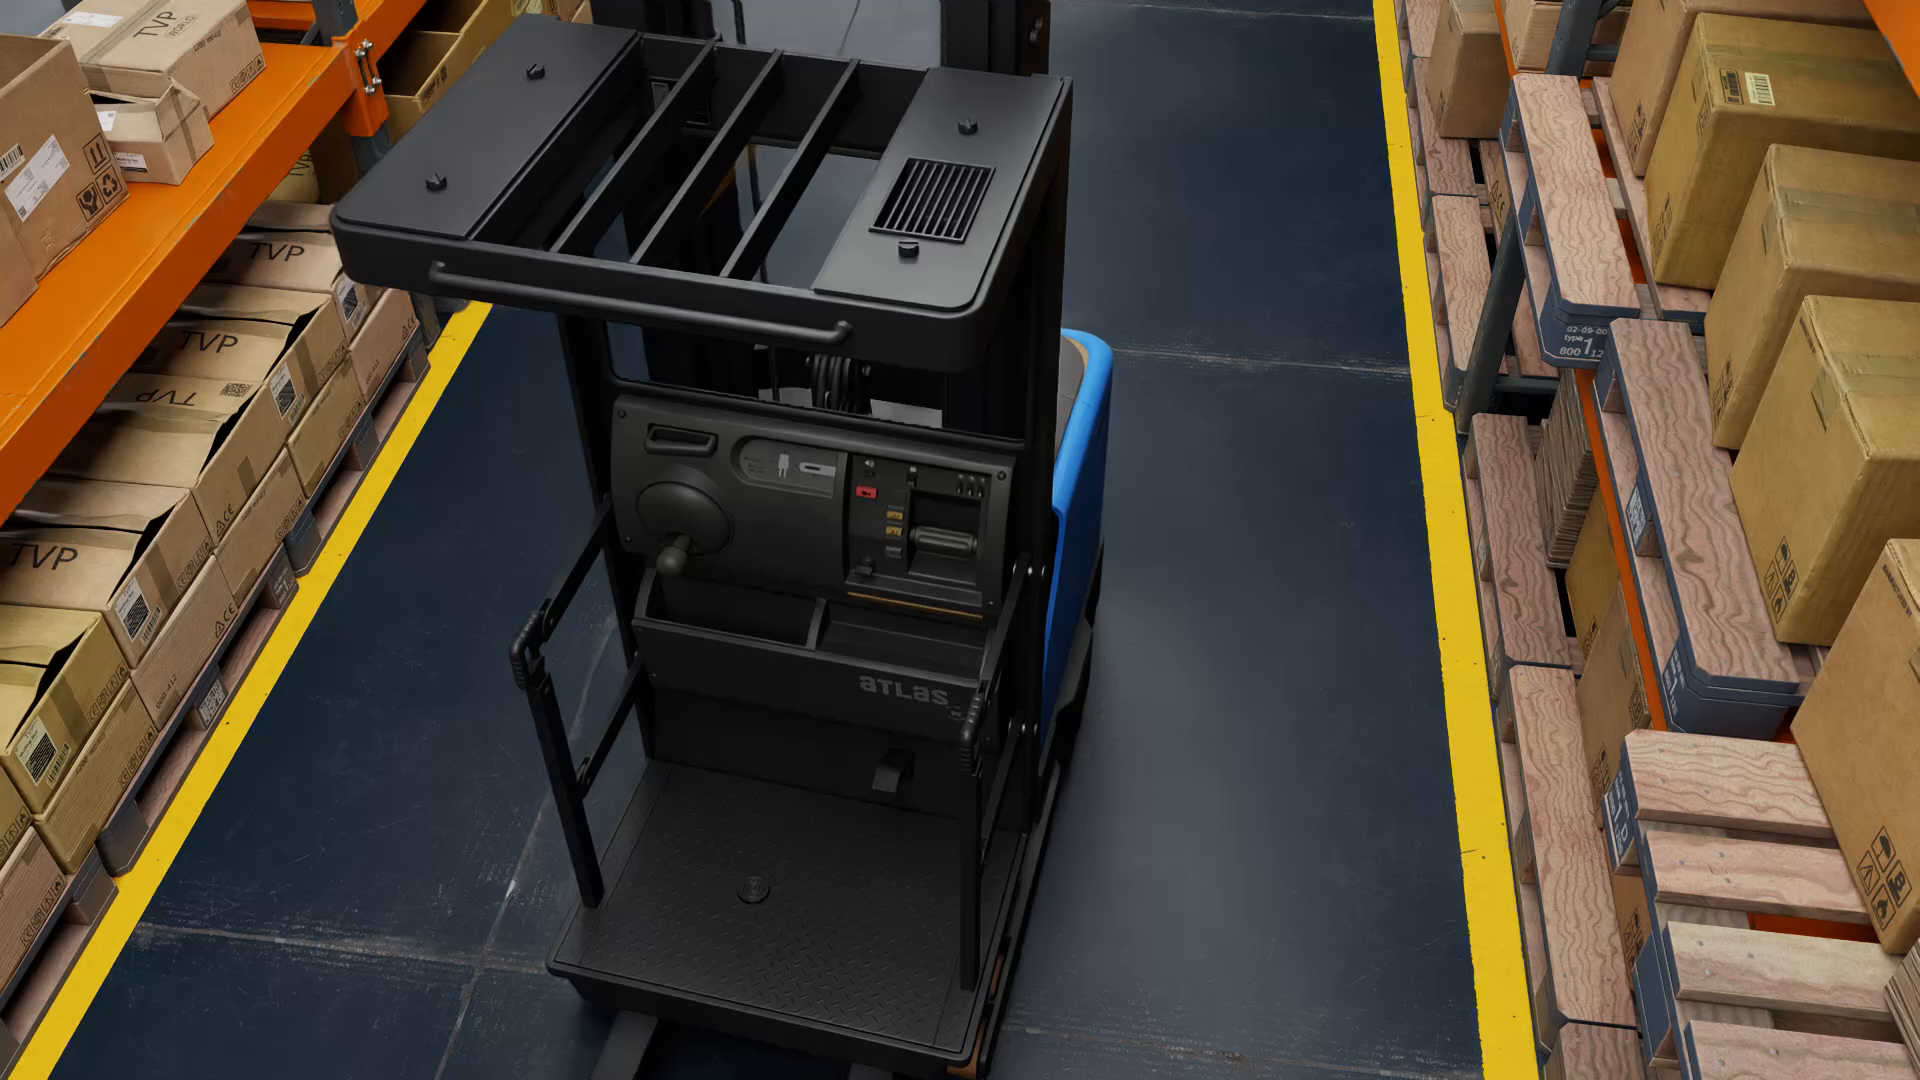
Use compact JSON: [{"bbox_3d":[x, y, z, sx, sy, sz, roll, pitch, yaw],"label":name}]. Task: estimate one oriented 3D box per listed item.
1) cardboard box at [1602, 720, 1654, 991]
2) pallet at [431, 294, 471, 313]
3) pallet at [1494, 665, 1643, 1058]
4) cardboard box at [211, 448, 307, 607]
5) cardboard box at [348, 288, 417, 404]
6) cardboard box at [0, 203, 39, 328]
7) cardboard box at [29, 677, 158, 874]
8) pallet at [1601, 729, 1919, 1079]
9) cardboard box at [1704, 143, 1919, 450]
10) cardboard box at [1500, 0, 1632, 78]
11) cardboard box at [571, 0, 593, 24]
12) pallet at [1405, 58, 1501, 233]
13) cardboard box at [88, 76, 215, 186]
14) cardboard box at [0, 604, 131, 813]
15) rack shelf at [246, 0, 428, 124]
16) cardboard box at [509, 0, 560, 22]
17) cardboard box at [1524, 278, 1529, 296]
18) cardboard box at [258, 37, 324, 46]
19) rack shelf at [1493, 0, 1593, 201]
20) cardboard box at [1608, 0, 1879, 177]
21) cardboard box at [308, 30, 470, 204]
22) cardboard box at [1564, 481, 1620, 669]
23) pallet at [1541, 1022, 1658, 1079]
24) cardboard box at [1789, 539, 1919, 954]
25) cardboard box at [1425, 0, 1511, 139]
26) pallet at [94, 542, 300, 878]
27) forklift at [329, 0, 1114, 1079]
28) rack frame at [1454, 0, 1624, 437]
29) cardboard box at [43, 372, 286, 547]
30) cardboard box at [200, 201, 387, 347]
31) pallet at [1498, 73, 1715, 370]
[{"bbox_3d":[2.079,0.826,4.194,0.700,0.500,0.500,5,44,5],"label":"cardboard box"},{"bbox_3d":[-2.421,-1.444,7.121,1.003,0.211,1.213,5,44,6],"label":"pallet"},{"bbox_3d":[2.083,0.907,4.639,1.003,0.211,1.213,5,44,6],"label":"pallet"},{"bbox_3d":[-2.471,-0.070,5.337,0.500,0.250,0.500,6,44,6],"label":"cardboard box"},{"bbox_3d":[-2.335,-0.763,6.069,0.500,0.250,0.500,5,44,5],"label":"cardboard box"},{"bbox_3d":[-2.821,-0.732,4.269,0.500,0.500,0.500,5,44,6],"label":"cardboard box"},{"bbox_3d":[-2.608,0.626,4.602,0.500,0.250,0.500,4,44,4],"label":"cardboard box"},{"bbox_3d":[1.803,0.830,2.832,1.213,0.211,1.003,5,44,6],"label":"pallet"},{"bbox_3d":[2.105,-0.491,3.694,0.700,0.500,0.500,11,45,11],"label":"cardboard box"},{"bbox_3d":[2.105,-1.774,5.536,0.500,0.250,0.500,5,44,6],"label":"cardboard box"},{"bbox_3d":[-2.003,-2.383,7.779,0.500,0.250,0.500,5,44,6],"label":"cardboard box"},{"bbox_3d":[2.556,-1.753,7.448,1.003,0.211,1.213,5,44,6],"label":"pallet"},{"bbox_3d":[-2.502,-1.254,4.990,0.396,0.266,0.258,4,44,4],"label":"cardboard box"},{"bbox_3d":[-2.605,0.414,4.418,0.500,0.311,0.500,4,44,4],"label":"cardboard box"},{"bbox_3d":[-2.303,-3.020,7.281,1.077,0.370,4.000,5,44,6],"label":"rack shelf"},{"bbox_3d":[-2.064,-2.314,7.161,0.500,0.500,0.500,5,44,6],"label":"cardboard box"},{"bbox_3d":[2.384,-0.969,6.332,0.380,0.166,0.250,0,43,0],"label":"cardboard box"},{"bbox_3d":[-2.645,-2.020,6.851,0.500,0.500,0.500,5,44,6],"label":"cardboard box"},{"bbox_3d":[2.608,-2.572,6.808,1.077,0.370,4.000,5,44,6],"label":"rack shelf"},{"bbox_3d":[2.242,-1.323,4.573,0.700,0.500,0.500,5,44,6],"label":"cardboard box"},{"bbox_3d":[-2.196,-1.632,6.441,0.500,0.500,0.500,5,44,6],"label":"cardboard box"},{"bbox_3d":[2.244,0.137,4.921,0.700,0.500,0.500,4,44,5],"label":"cardboard box"},{"bbox_3d":[1.919,1.736,3.763,1.003,0.211,1.213,5,44,6],"label":"pallet"},{"bbox_3d":[1.914,0.355,2.801,0.700,0.500,0.500,1,43,2],"label":"cardboard box"},{"bbox_3d":[2.470,-2.101,7.286,0.700,0.500,0.500,3,44,3],"label":"cardboard box"},{"bbox_3d":[-2.785,0.434,5.138,1.003,0.211,1.213,5,44,6],"label":"pallet"},{"bbox_3d":[-0.393,0.022,3.595,1.130,2.935,3.031,10,44,10],"label":"forklift"},{"bbox_3d":[2.343,-1.471,5.121,1.000,3.000,0.127,5,44,6],"label":"rack frame"},{"bbox_3d":[-2.468,-0.279,5.149,0.500,0.311,0.500,5,44,5],"label":"cardboard box"},{"bbox_3d":[-2.337,-0.974,5.883,0.500,0.311,0.500,5,44,6],"label":"cardboard box"},{"bbox_3d":[2.098,-0.893,4.651,1.003,0.211,1.213,5,44,6],"label":"pallet"}]
